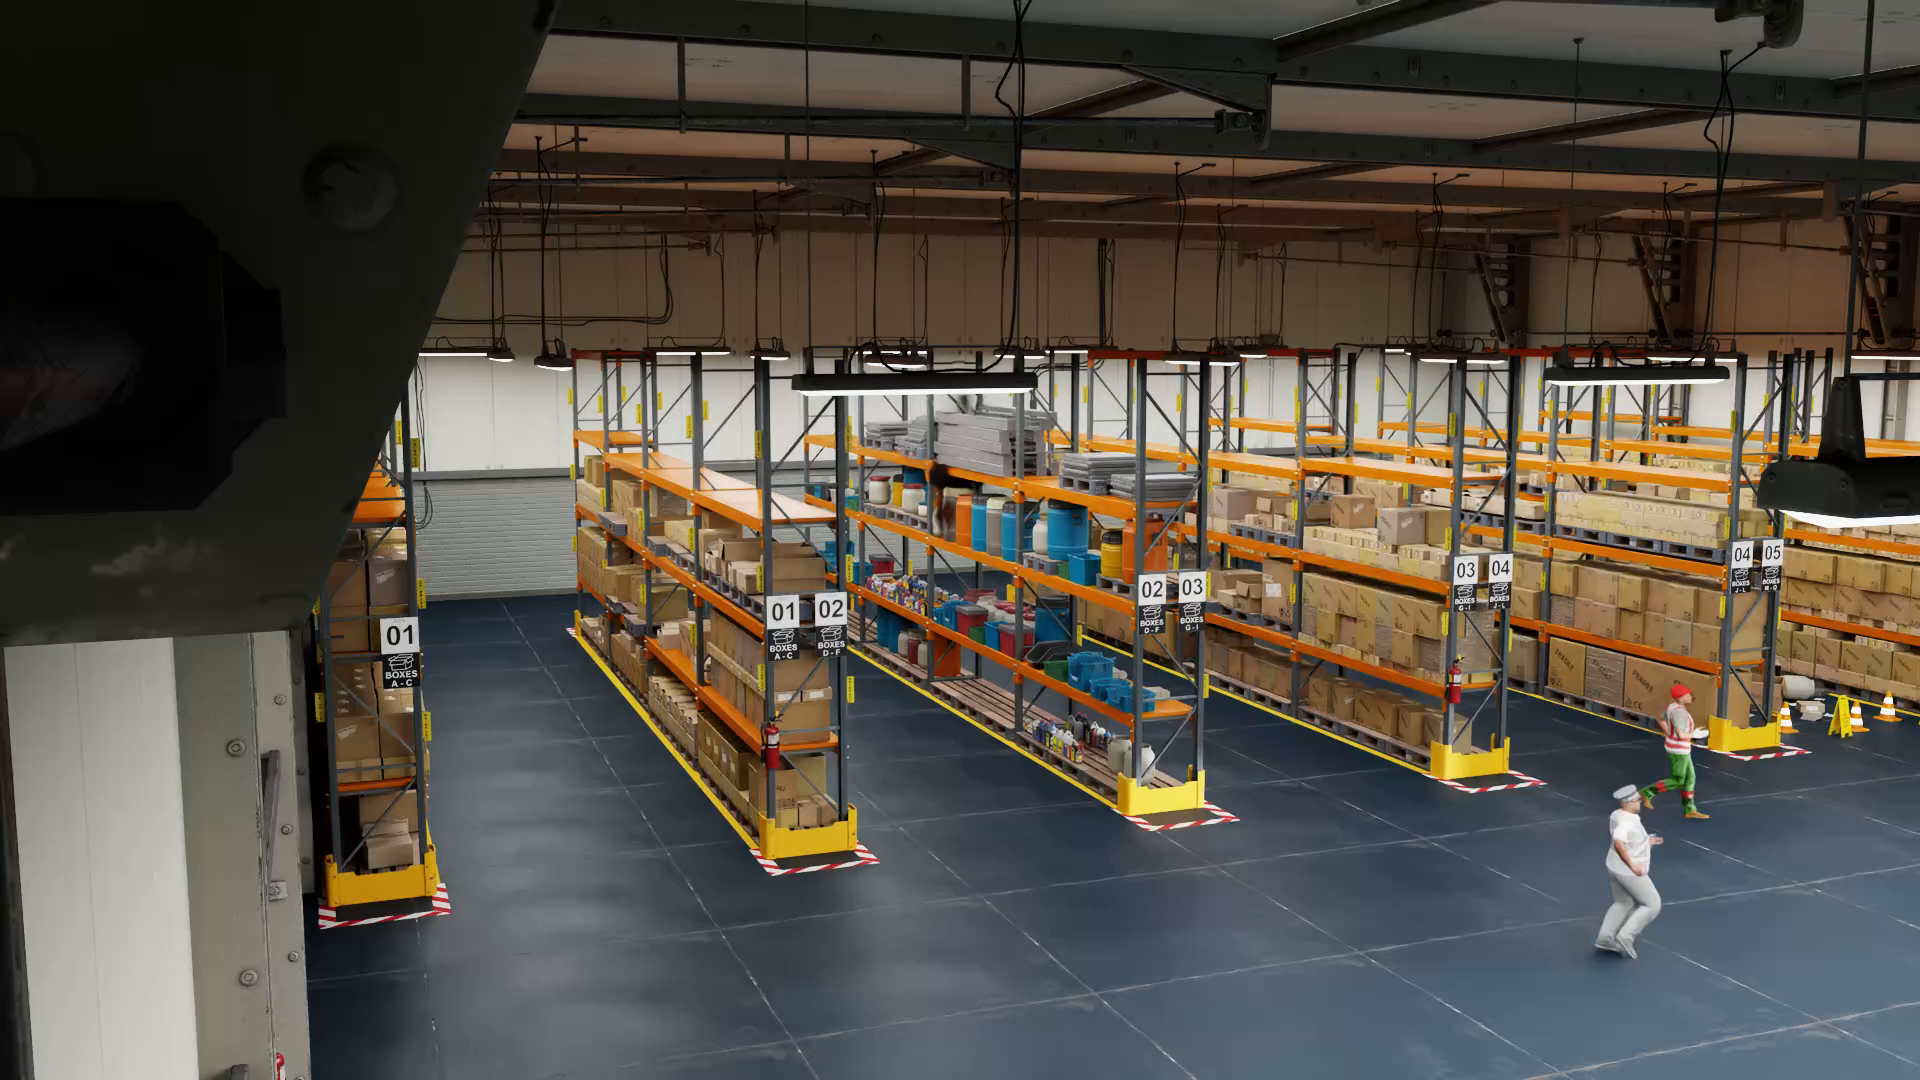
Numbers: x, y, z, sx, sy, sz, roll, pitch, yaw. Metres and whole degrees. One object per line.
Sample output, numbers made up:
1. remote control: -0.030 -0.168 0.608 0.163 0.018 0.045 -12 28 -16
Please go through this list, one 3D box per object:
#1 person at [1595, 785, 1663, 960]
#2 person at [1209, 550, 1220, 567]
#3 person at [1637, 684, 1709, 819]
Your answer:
1. person: 6.855 3.374 16.920 0.677 1.802 0.645 0 7 0
2. person: 6.510 0.339 41.671 0.625 1.684 0.718 3 8 25
3. person: 9.328 2.753 21.686 0.899 1.769 0.657 2 7 18
